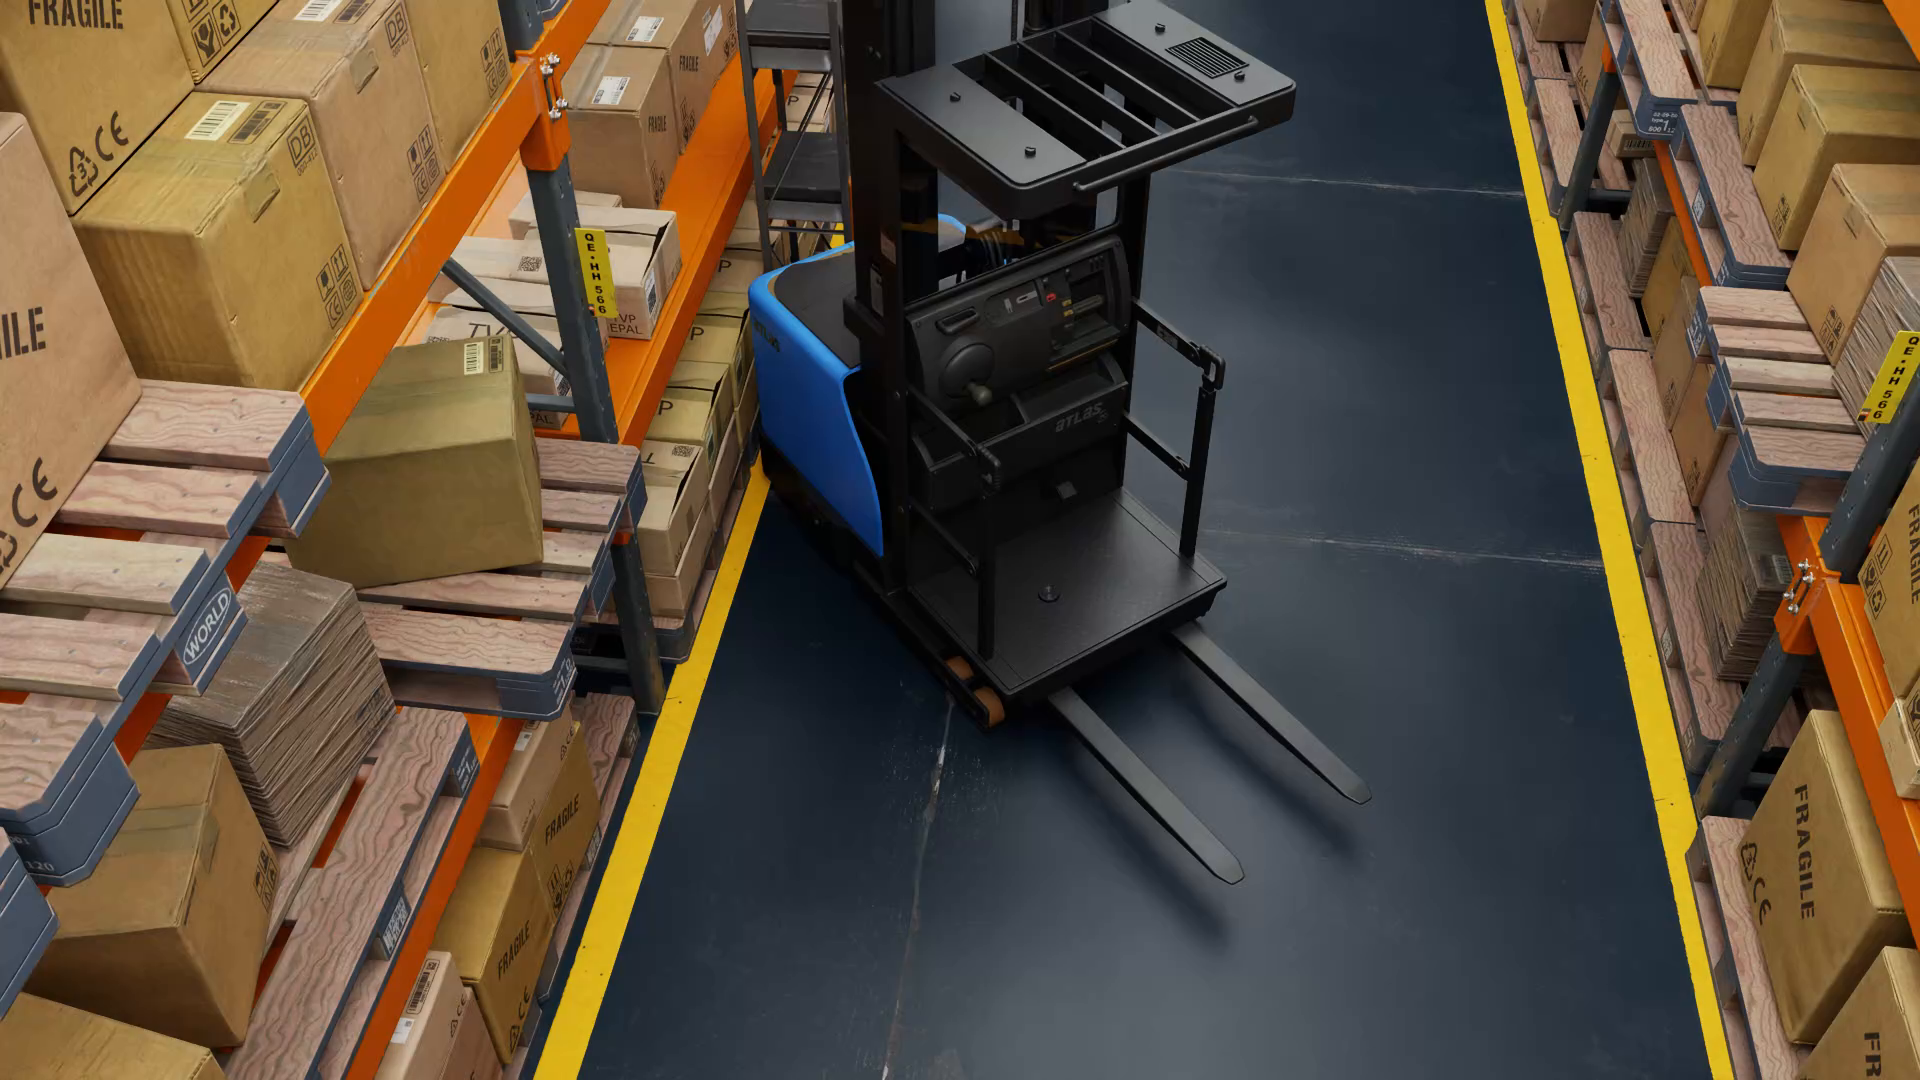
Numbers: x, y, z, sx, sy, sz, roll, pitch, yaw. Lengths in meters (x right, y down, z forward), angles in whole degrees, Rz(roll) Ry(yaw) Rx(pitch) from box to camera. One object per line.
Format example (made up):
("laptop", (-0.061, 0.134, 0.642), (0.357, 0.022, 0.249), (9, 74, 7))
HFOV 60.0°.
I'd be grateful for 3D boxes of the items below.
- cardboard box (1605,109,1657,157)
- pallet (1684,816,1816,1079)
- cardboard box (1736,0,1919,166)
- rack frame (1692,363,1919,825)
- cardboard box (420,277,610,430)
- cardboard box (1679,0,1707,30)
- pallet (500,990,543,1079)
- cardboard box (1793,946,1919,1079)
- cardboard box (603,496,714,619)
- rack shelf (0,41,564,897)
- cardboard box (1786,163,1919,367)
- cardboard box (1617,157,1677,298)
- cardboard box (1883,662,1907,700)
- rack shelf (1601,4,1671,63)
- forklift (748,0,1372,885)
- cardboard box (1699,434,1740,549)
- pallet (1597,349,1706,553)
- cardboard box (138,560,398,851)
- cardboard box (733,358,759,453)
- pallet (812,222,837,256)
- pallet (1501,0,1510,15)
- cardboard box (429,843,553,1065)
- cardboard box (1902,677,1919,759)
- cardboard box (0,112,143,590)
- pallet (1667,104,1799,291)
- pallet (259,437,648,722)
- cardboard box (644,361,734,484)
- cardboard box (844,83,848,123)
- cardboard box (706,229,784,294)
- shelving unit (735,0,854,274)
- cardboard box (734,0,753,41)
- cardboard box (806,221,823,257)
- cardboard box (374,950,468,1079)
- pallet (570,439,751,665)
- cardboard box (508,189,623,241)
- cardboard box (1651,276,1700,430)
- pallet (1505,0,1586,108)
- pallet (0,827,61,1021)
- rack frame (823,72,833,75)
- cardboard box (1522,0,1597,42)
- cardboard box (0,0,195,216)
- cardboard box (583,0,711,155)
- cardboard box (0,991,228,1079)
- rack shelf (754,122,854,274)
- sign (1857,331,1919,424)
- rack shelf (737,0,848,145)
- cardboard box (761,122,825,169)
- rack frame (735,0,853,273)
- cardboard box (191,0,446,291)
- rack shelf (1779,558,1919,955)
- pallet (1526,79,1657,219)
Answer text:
("cardboard box", (3.808, -2.256, 9.214), (0.380, 0.166, 0.250), (0, 43, 0))
("pallet", (3.059, 1.511, 5.523), (1.003, 0.211, 1.213), (5, 44, 6))
("cardboard box", (3.529, -1.779, 6.576), (0.700, 0.500, 0.500), (11, 45, 11))
("rack frame", (3.238, -0.032, 5.124), (1.000, 3.000, 0.127), (5, 44, 6))
("cardboard box", (-1.581, -0.691, 5.886), (0.500, 0.311, 0.500), (8, 44, 8))
("cardboard box", (3.666, -2.610, 7.455), (0.700, 0.500, 0.500), (5, 44, 6))
("pallet", (-1.972, 1.867, 5.147), (1.003, 0.211, 1.213), (5, 44, 6))
("cardboard box", (2.889, 1.682, 4.573), (0.750, 0.750, 0.750), (5, 44, 5))
("cardboard box", (-1.312, 0.036, 6.747), (0.500, 0.250, 0.500), (5, 44, 5))
("rack shelf", (-1.937, 0.055, 3.374), (1.077, 0.370, 4.000), (5, 44, 6))
("cardboard box", (3.338, -0.933, 5.683), (0.700, 0.500, 0.500), (1, 43, 2))
("cardboard box", (3.686, -1.507, 8.180), (0.700, 0.500, 0.500), (7, 44, 7))
("cardboard box", (2.923, 0.426, 4.809), (0.380, 0.149, 0.250), (6, 44, 6))
("rack shelf", (4.032, -3.860, 9.690), (1.077, 0.370, 4.000), (5, 44, 6))
("forklift", (0.354, -0.709, 5.889), (1.130, 2.935, 3.031), (-25, 49, -24))
("cardboard box", (3.465, -0.120, 6.715), (0.700, 0.500, 0.500), (5, 44, 5))
("pallet", (3.507, -0.381, 7.521), (1.003, 0.211, 1.213), (5, 44, 6))
("cardboard box", (-1.954, 0.377, 4.314), (0.700, 0.500, 0.500), (13, 45, 13))
("cardboard box", (-1.184, -0.662, 7.484), (0.500, 0.250, 0.500), (4, 44, 4))
("pallet", (-1.202, -1.688, 8.901), (1.003, 0.211, 1.213), (5, 44, 6))
("pallet", (4.144, -3.869, 11.205), (1.003, 0.211, 1.213), (5, 44, 6))
("cardboard box", (-1.632, 1.279, 5.237), (0.500, 0.500, 0.500), (4, 44, 4))
("cardboard box", (2.842, 0.480, 4.280), (0.500, 0.500, 0.500), (7, 44, 7))
("cardboard box", (-1.888, -0.314, 2.790), (0.600, 0.600, 0.600), (4, 44, 4))
("pallet", (3.460, -1.315, 6.619), (1.003, 0.211, 1.213), (5, 44, 6))
("pallet", (-1.692, 0.058, 5.169), (1.213, 0.211, 1.003), (5, 44, 6))
("cardboard box", (-1.251, -0.527, 6.933), (0.500, 0.311, 0.500), (4, 44, 4))
("cardboard box", (-0.782, -2.648, 9.582), (0.500, 0.250, 0.500), (5, 44, 6))
("cardboard box", (-1.114, -1.224, 7.670), (0.500, 0.311, 0.500), (5, 44, 5))
("shelving unit", (-0.630, -1.489, 7.310), (0.431, 2.100, 0.503), (4, 43, 6))
("cardboard box", (-1.078, -2.541, 7.872), (0.396, 0.266, 0.258), (4, 44, 4))
("cardboard box", (-0.980, -1.706, 8.587), (0.500, 0.250, 0.500), (5, 44, 5))
("cardboard box", (-1.698, 1.391, 4.574), (0.500, 0.250, 0.500), (4, 44, 5))
("pallet", (-1.525, -0.025, 7.145), (1.003, 0.211, 1.213), (5, 44, 6))
("cardboard box", (-1.560, -1.263, 6.607), (0.380, 0.149, 0.250), (8, 44, 9))
("cardboard box", (3.560, -0.806, 7.440), (0.700, 0.500, 0.500), (6, 44, 6))
("pallet", (3.980, -3.040, 10.330), (1.003, 0.211, 1.213), (5, 44, 6))
("pallet", (-2.045, 0.787, 2.214), (1.213, 0.211, 1.003), (5, 44, 6))
("rack frame", (-1.143, -3.206, 8.476), (1.000, 3.000, 0.127), (5, 44, 6))
("cardboard box", (3.893, -3.389, 10.168), (0.700, 0.500, 0.500), (3, 44, 3))
("cardboard box", (-1.871, -0.977, 3.140), (0.500, 0.500, 0.500), (5, 44, 6))
("cardboard box", (-1.397, -2.020, 7.151), (0.500, 0.500, 0.500), (5, 44, 6))
("cardboard box", (-1.889, 1.281, 3.360), (0.700, 0.500, 0.500), (12, 45, 12))
("rack shelf", (-0.630, -1.479, 7.319), (0.431, 0.518, 0.480), (4, 43, 6))
("sign", (2.699, -0.467, 4.799), (0.100, 0.325, 0.005), (5, 44, 6))
("rack shelf", (-0.638, -1.991, 6.842), (0.431, 0.518, 0.480), (4, 43, 6))
("cardboard box", (-0.975, -1.906, 8.390), (0.500, 0.311, 0.500), (6, 44, 7))
("rack frame", (-0.661, -1.323, 7.133), (0.400, 2.100, 0.015), (4, 43, 6))
("cardboard box", (-1.764, -0.957, 3.847), (0.910, 0.500, 0.500), (5, 44, 6))
("rack shelf", (2.974, 1.592, 3.932), (1.077, 0.370, 4.000), (5, 44, 6))
("pallet", (3.821, -2.207, 9.449), (1.003, 0.211, 1.213), (5, 44, 6))
